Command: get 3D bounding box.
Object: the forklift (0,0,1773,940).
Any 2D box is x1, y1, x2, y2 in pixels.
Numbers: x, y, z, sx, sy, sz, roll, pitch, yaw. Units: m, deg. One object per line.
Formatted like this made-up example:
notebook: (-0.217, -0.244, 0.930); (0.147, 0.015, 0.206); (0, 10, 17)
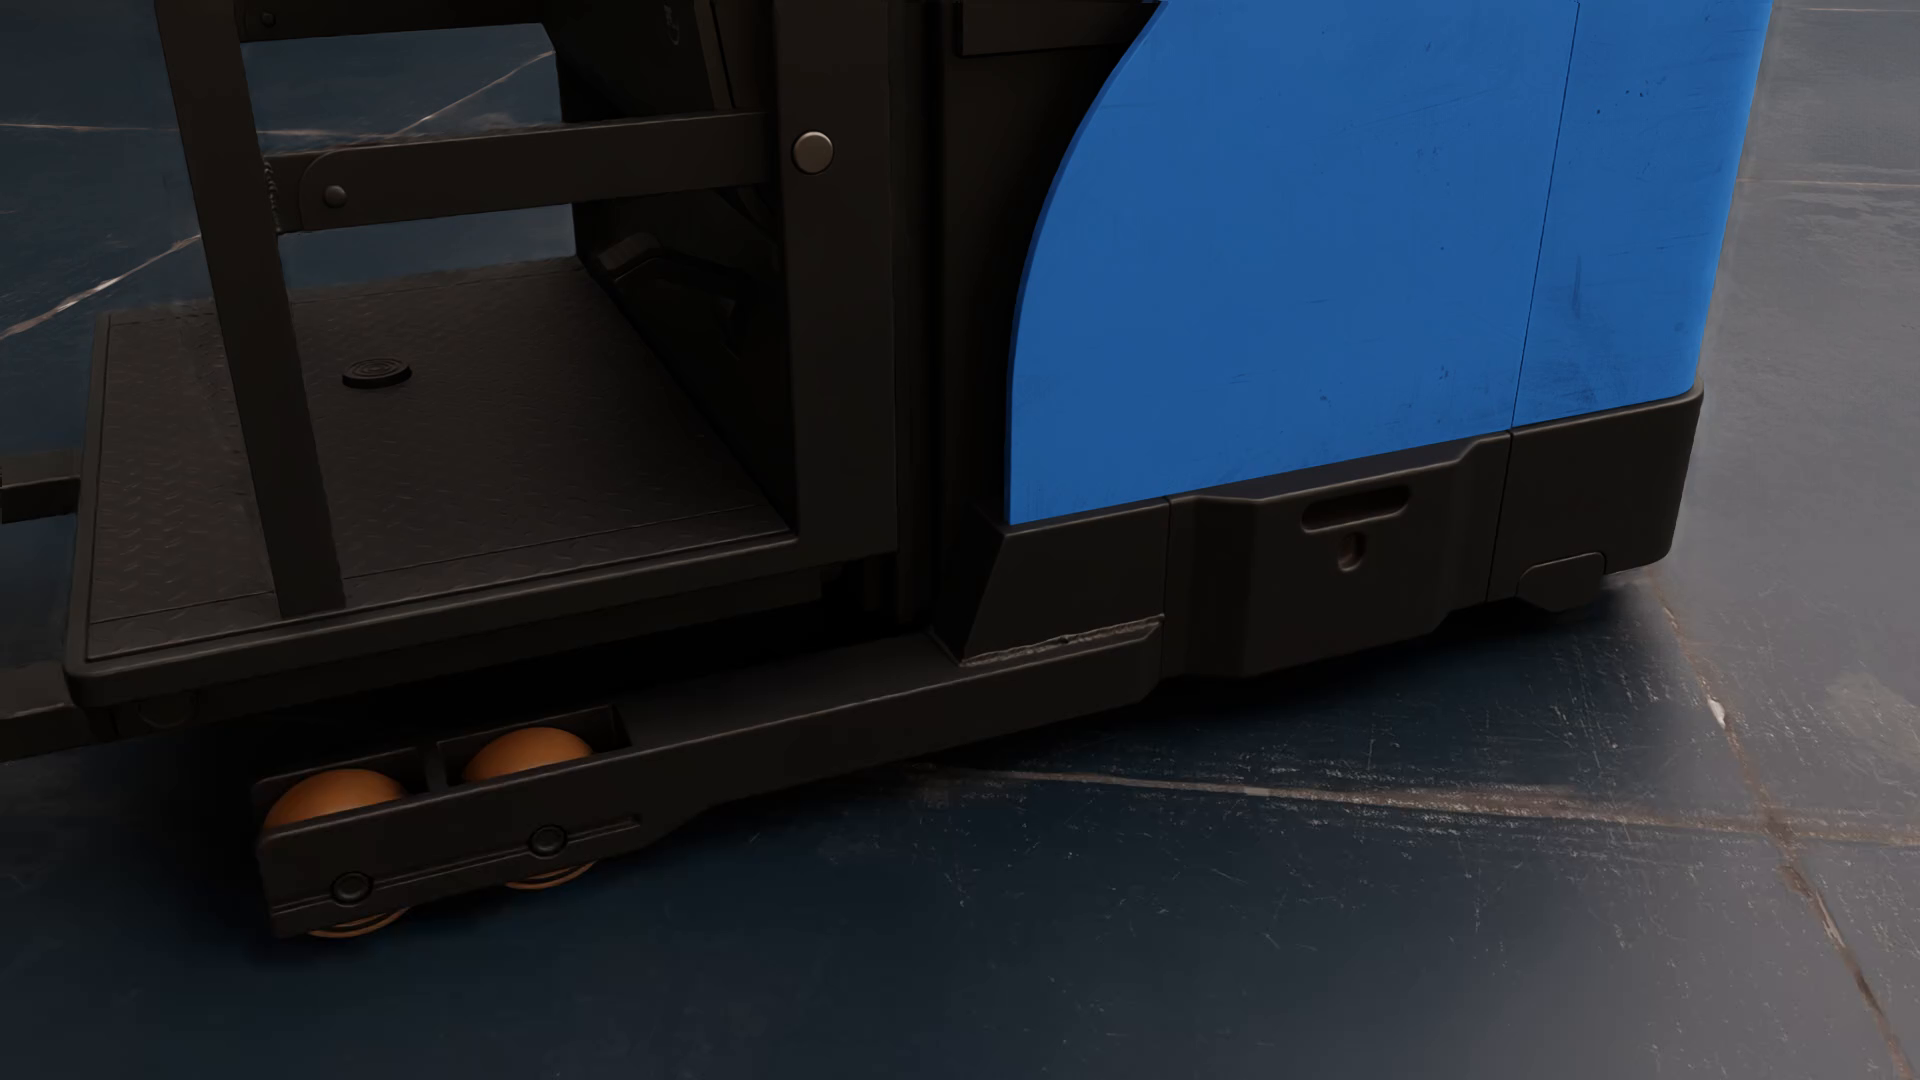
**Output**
forklift: (-0.565, -1.177, 1.575); (3.031, 2.935, 1.130); (-11, 29, -21)
